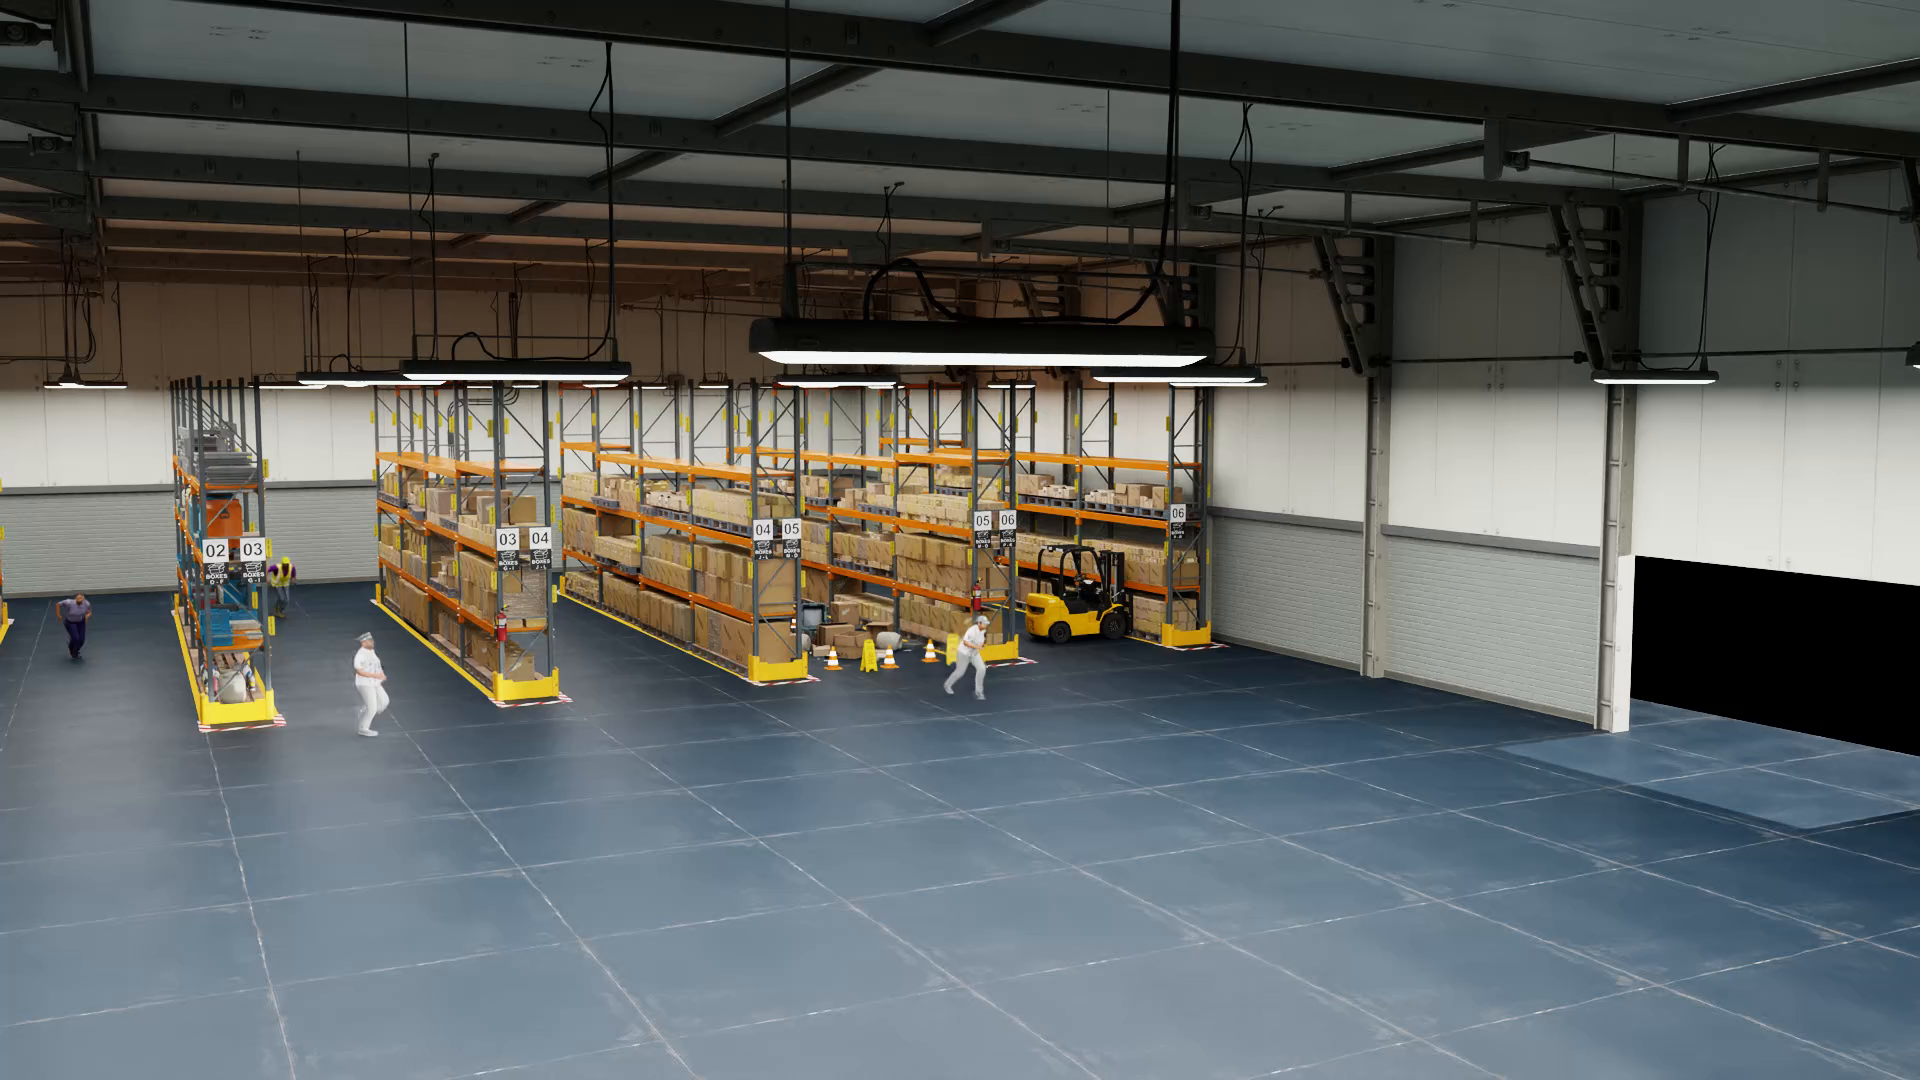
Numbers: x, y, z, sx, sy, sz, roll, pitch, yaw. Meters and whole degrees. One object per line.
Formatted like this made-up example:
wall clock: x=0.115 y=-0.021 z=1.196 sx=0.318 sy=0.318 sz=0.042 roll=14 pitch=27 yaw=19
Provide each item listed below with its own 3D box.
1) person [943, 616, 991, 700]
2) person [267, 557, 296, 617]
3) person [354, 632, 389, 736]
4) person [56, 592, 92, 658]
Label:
person: x=0.144 y=2.198 z=31.178 sx=1.029 sy=1.626 sz=0.649 roll=3 pitch=6 yaw=33
person: x=-17.186 y=1.196 z=42.073 sx=0.734 sy=1.578 sz=0.837 roll=-5 pitch=7 yaw=-44
person: x=-9.817 y=2.392 z=27.754 sx=0.567 sy=1.743 sz=0.658 roll=0 pitch=5 yaw=3
person: x=-18.907 y=1.844 z=35.501 sx=0.863 sy=1.452 sz=0.636 roll=5 pitch=7 yaw=44
